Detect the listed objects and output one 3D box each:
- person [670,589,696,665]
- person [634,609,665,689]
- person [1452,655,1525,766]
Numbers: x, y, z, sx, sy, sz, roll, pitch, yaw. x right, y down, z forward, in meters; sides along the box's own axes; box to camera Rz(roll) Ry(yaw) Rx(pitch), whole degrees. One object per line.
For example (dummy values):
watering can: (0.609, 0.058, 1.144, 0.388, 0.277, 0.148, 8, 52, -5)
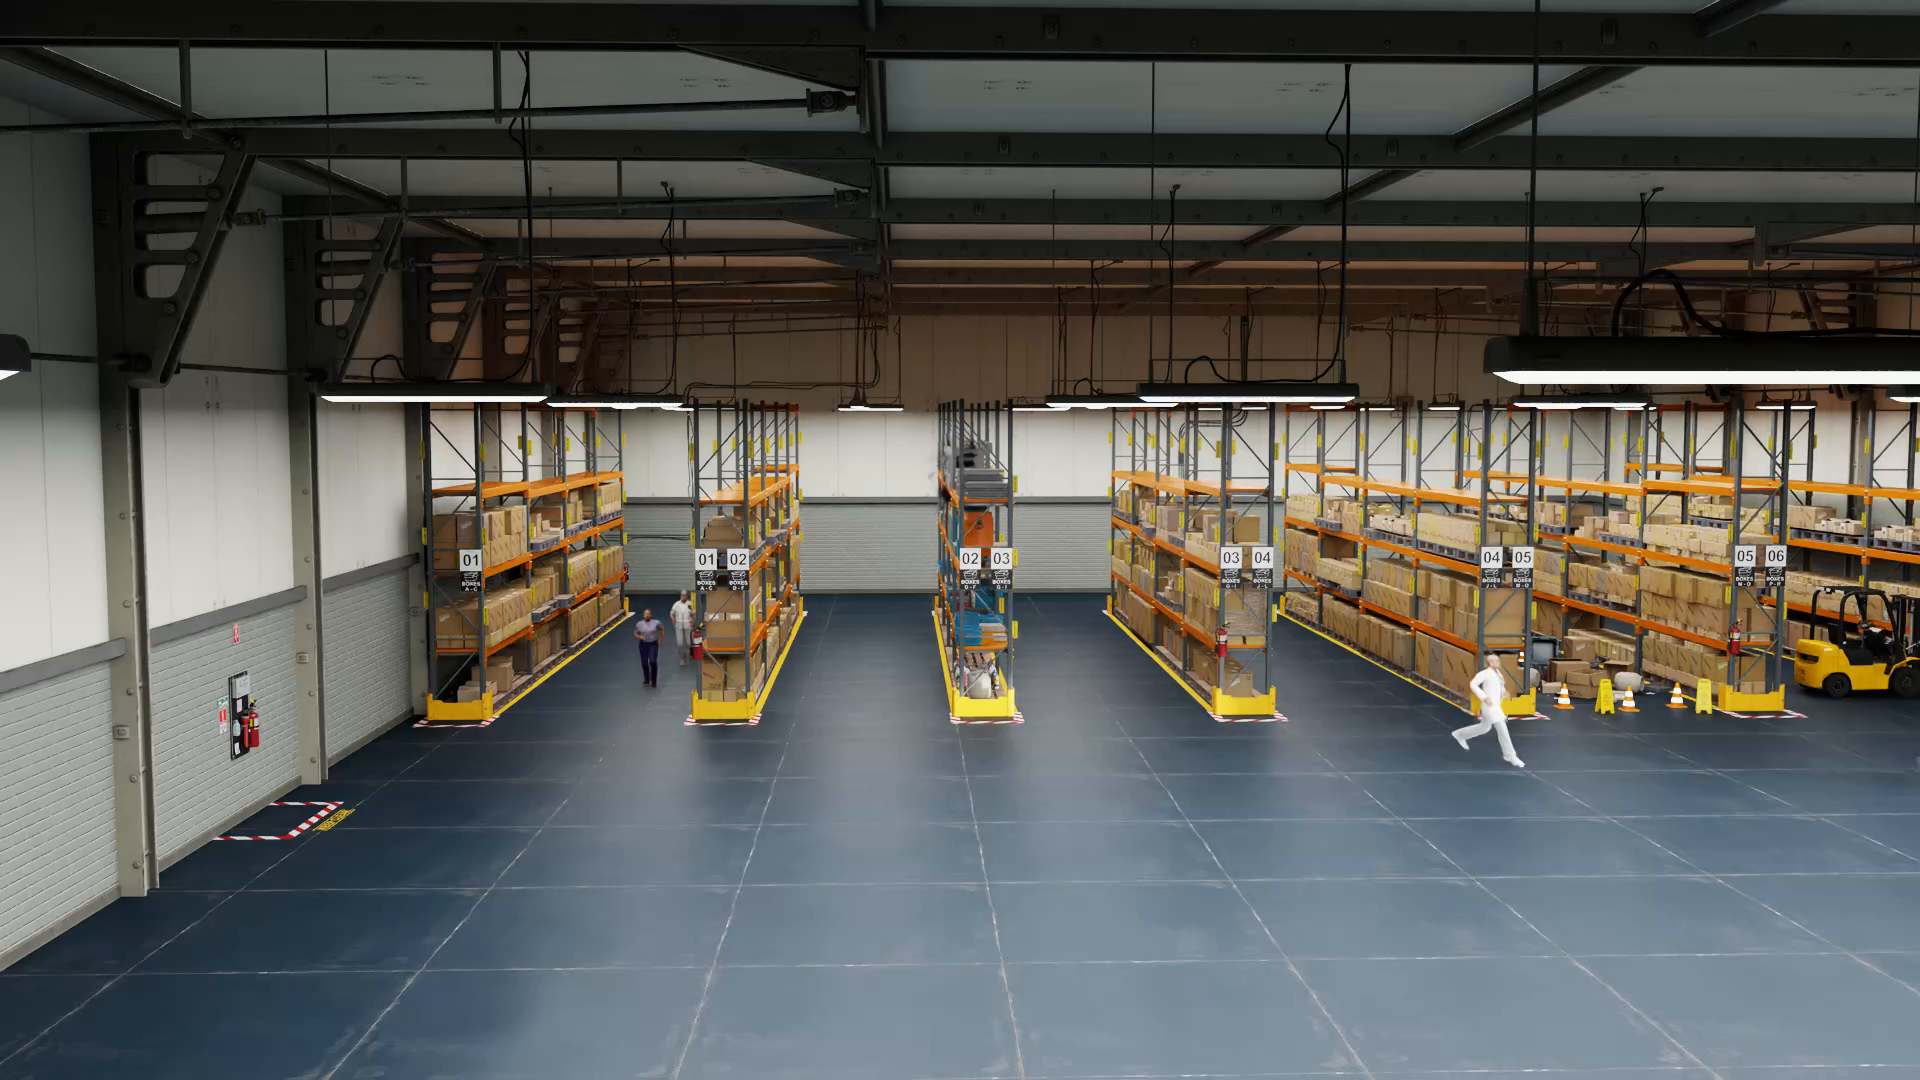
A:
person: (-6.291, 1.977, 37.930, 0.660, 1.726, 0.626, 0, 4, -2)
person: (-6.502, 2.292, 34.773, 0.613, 1.684, 0.711, 0, 4, -5)
person: (8.713, 2.769, 27.381, 1.221, 1.791, 0.672, 2, 5, 30)
